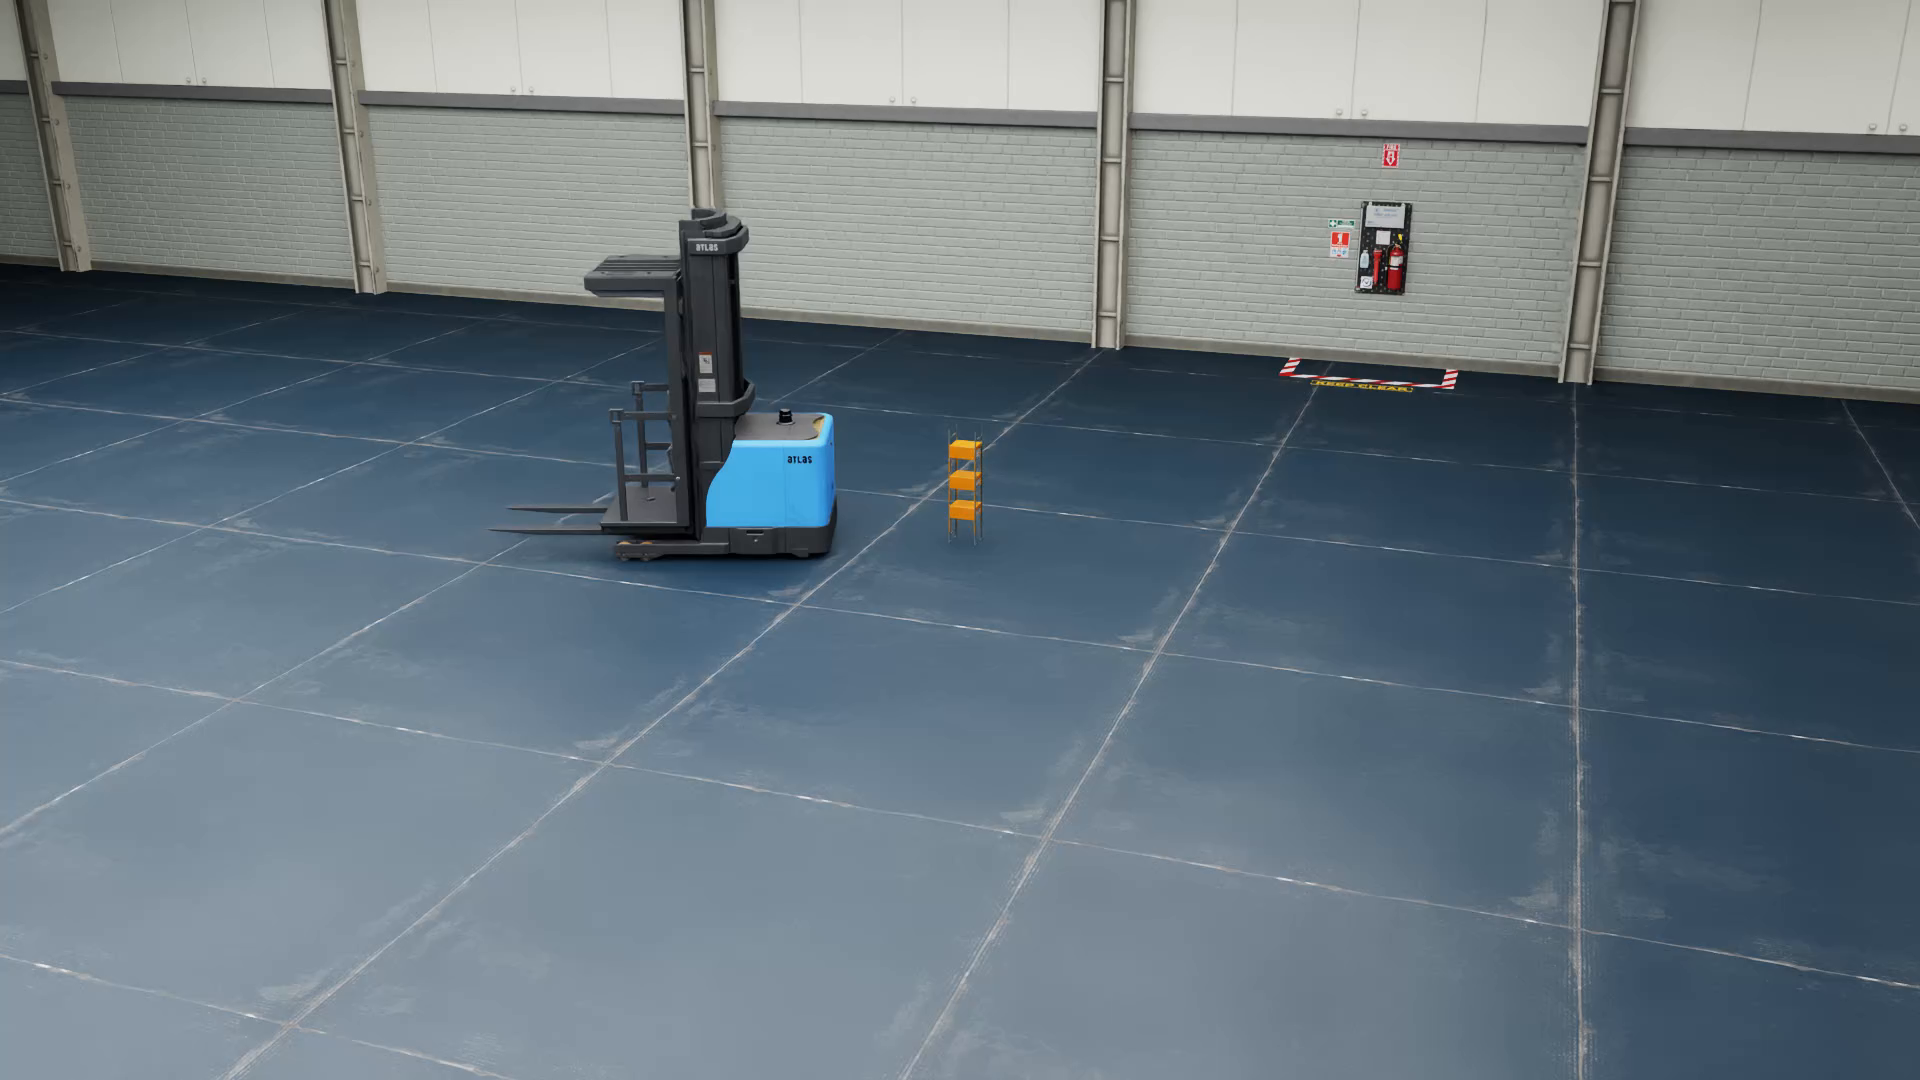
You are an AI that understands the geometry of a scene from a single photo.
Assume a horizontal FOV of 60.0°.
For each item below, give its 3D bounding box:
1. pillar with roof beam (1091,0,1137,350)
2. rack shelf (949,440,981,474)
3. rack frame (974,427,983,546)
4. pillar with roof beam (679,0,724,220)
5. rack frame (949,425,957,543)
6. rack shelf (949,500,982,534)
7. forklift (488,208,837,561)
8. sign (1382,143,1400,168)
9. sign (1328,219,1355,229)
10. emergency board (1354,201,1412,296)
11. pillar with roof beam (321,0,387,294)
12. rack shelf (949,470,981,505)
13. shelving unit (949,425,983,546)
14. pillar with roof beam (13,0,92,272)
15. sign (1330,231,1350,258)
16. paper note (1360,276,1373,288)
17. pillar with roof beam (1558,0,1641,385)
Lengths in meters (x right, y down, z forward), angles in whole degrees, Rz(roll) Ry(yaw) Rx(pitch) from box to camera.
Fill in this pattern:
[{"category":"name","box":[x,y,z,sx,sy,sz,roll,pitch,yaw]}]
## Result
[{"category":"pillar with roof beam","box":[0.605,-5.547,17.318,0.400,9.000,9.100,7,20,18]},{"category":"rack shelf","box":[0.051,-0.748,14.797,0.240,0.259,0.215,7,20,18]},{"category":"rack frame","box":[0.166,-0.477,14.849,0.008,1.050,0.200,7,20,18]},{"category":"pillar with roof beam","box":[-5.062,-6.195,19.177,0.400,9.000,9.100,7,20,18]},{"category":"rack frame","box":[-0.065,-0.503,14.925,0.008,1.050,0.200,7,20,18]},{"category":"rack shelf","box":[0.051,-0.218,14.982,0.240,0.259,0.215,7,20,18]},{"category":"forklift","box":[-2.655,-1.376,14.570,3.031,2.935,1.130,0,19,0]},{"category":"sign","box":[5.389,-4.810,20.795,0.199,0.298,0.001,7,20,18]},{"category":"sign","box":[4.877,-4.039,21.246,0.331,0.109,0.001,7,20,18]},{"category":"emergency board","box":[5.364,-3.683,21.086,0.643,1.169,0.194,7,20,18]},{"category":"pillar with roof beam","box":[-10.730,-6.843,21.036,0.400,9.000,9.100,7,20,18]},{"category":"rack shelf","box":[0.051,-0.480,14.890,0.240,0.259,0.215,7,20,18]},{"category":"shelving unit","box":[0.051,-0.490,14.887,0.252,1.050,0.215,7,20,18]},{"category":"pillar with roof beam","box":[-16.398,-7.491,22.896,0.400,9.000,9.100,7,20,18]},{"category":"sign","box":[4.876,-3.792,21.343,0.234,0.329,0.001,7,20,18]},{"category":"paper note","box":[5.219,-3.308,21.347,0.142,0.148,0.016,7,20,18]},{"category":"pillar with roof beam","box":[6.273,-4.899,15.458,0.400,9.000,9.100,7,20,18]}]
